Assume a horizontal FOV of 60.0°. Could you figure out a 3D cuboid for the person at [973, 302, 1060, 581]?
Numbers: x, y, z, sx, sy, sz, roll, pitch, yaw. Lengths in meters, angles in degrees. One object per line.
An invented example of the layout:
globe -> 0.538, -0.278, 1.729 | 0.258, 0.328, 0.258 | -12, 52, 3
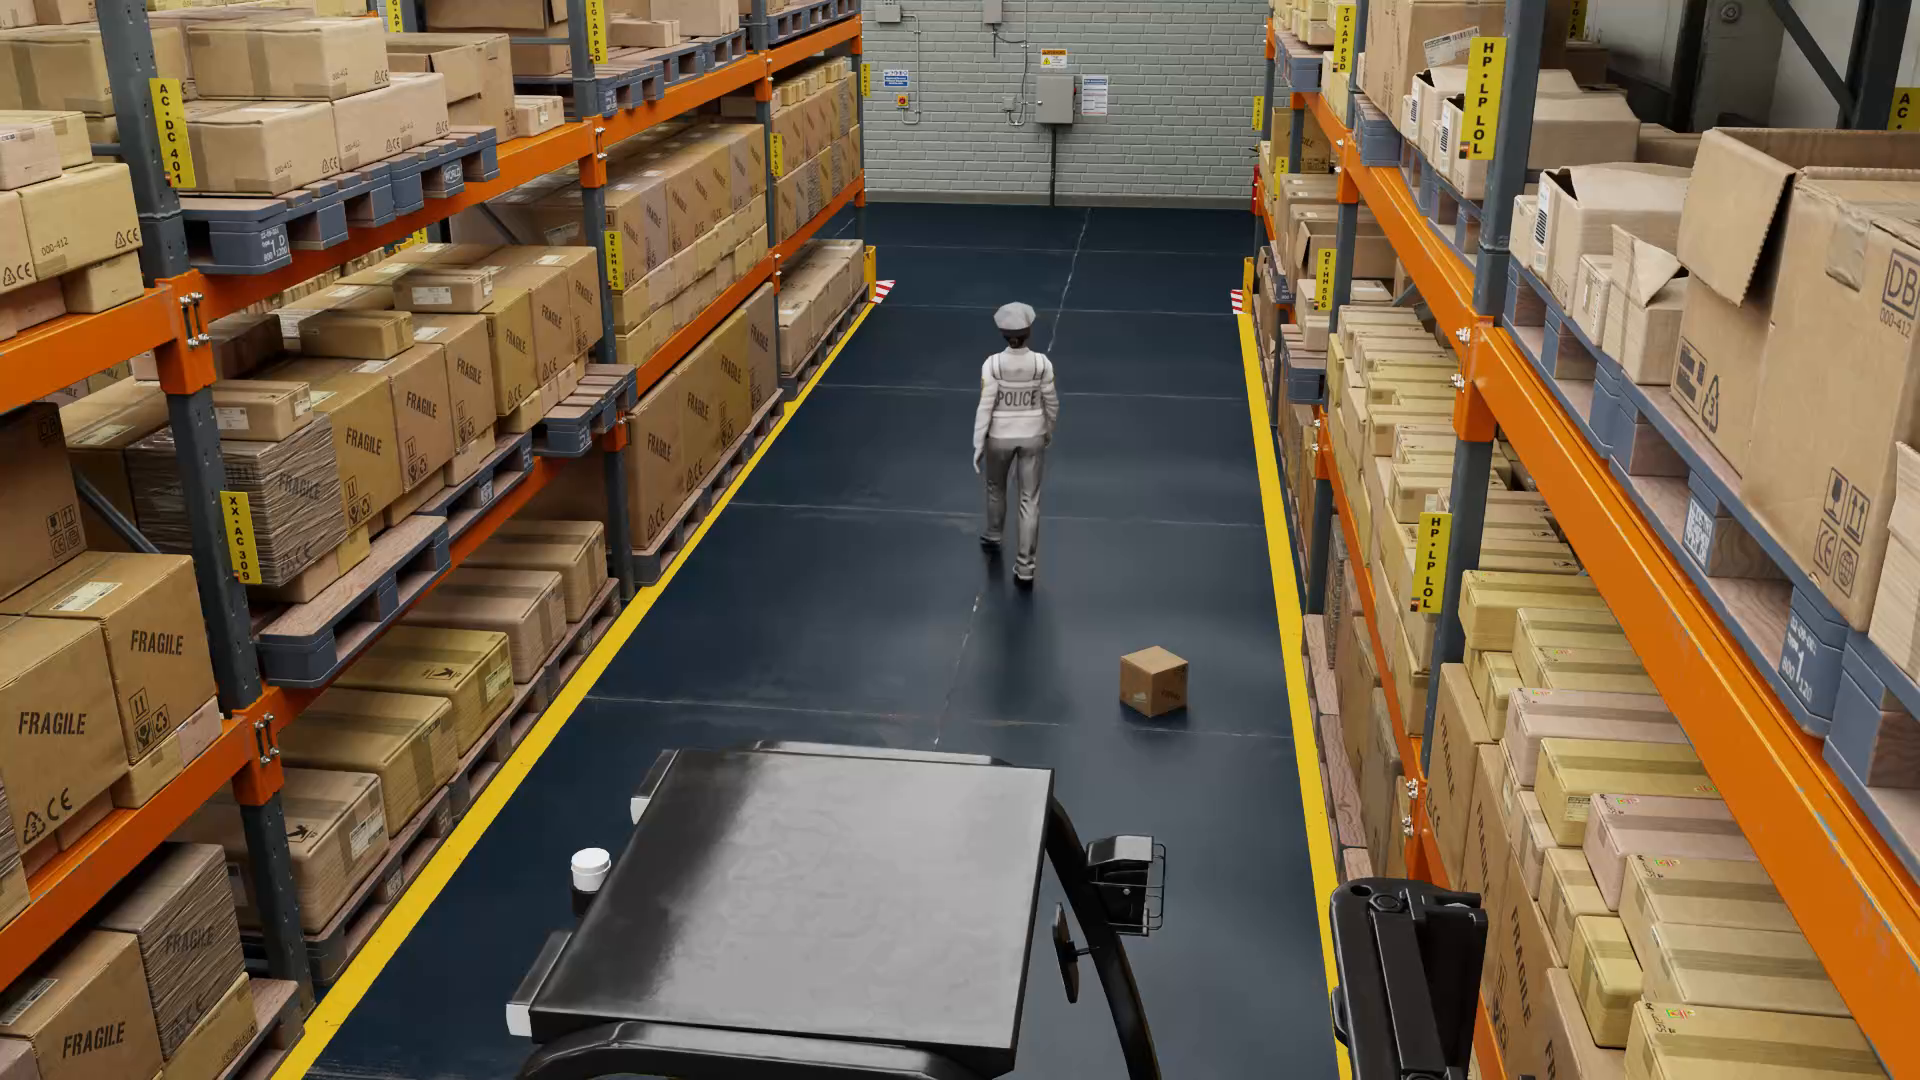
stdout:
person -> 0.343, -0.655, 10.188 | 0.523, 1.651, 0.921 | 0, 21, 1
